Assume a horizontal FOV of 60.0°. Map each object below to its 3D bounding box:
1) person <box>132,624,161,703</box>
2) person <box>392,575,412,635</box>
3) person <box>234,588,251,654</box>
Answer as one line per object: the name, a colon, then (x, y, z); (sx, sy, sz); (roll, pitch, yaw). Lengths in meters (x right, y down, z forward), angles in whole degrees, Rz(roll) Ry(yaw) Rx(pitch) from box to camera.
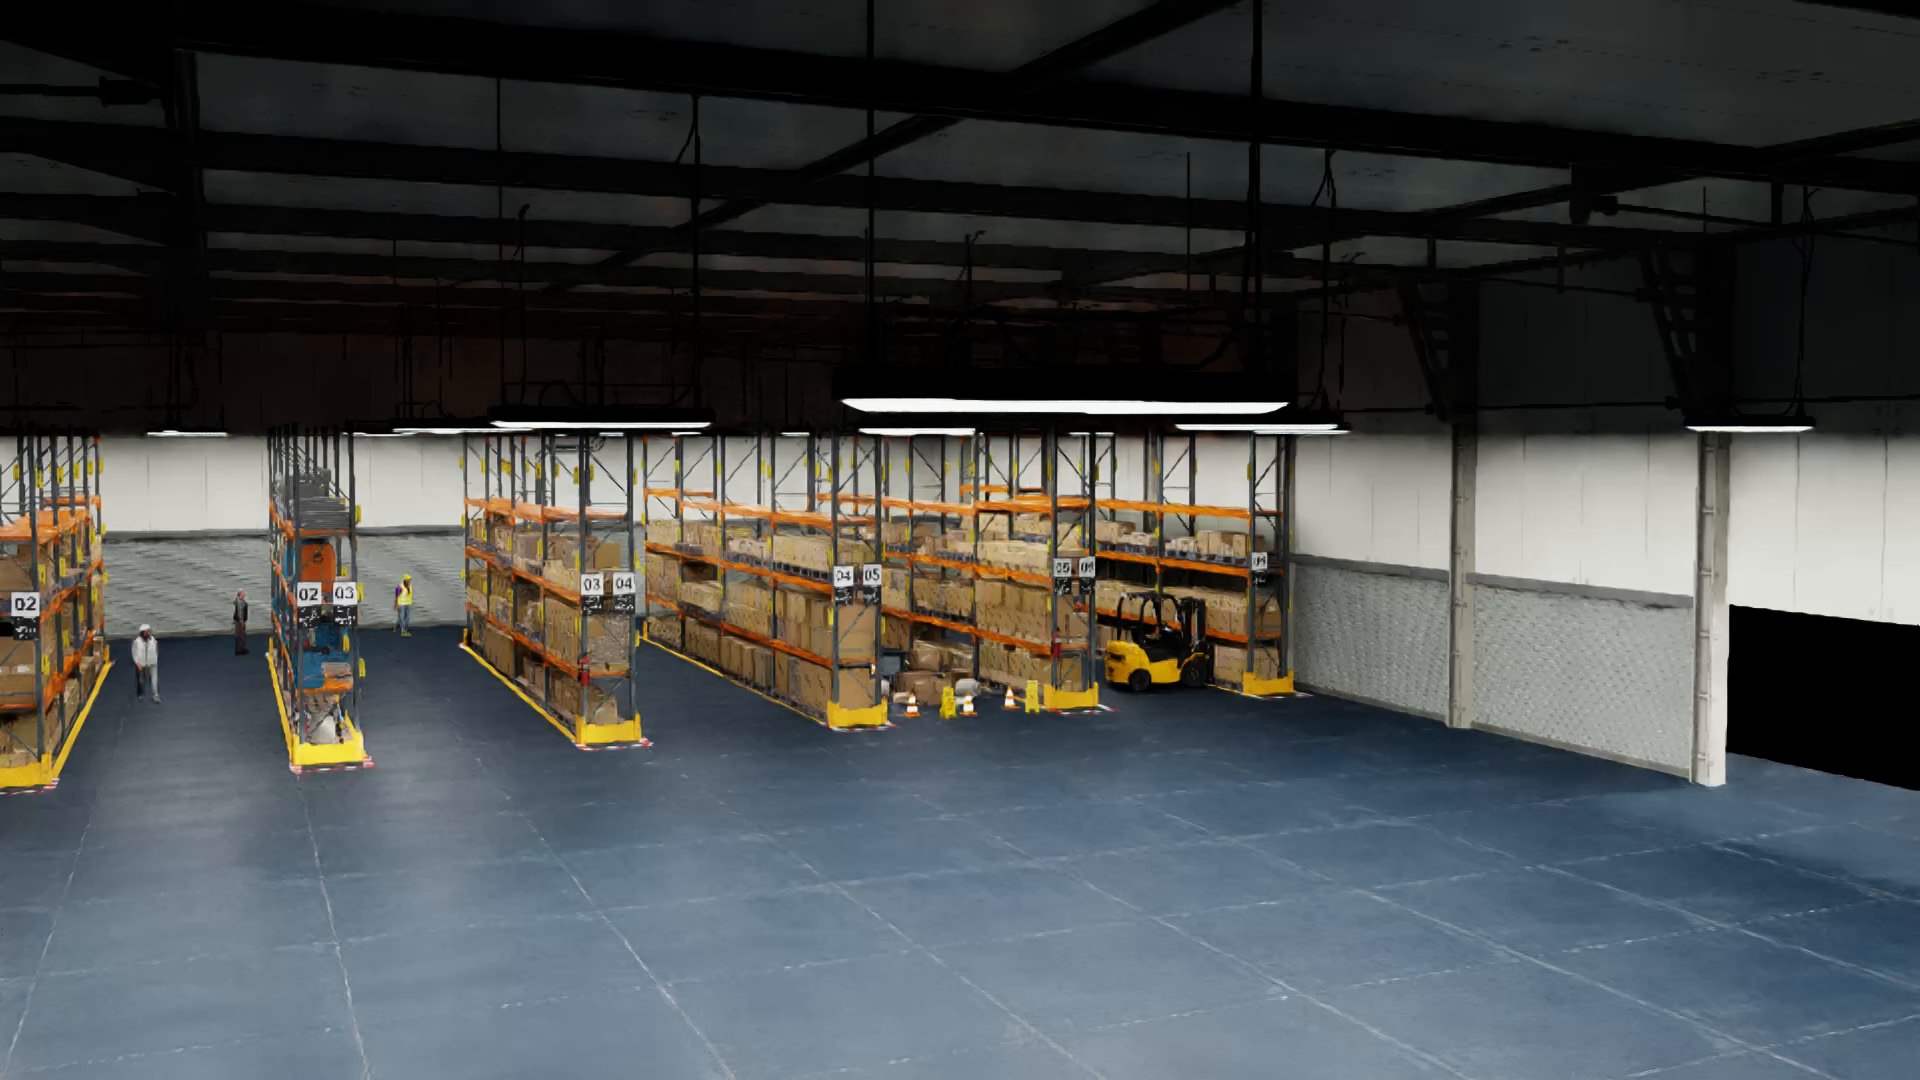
person: (-17.599, 2.662, 35.933); (0.538, 1.715, 1.029); (-2, 4, -32)
person: (-16.263, 1.887, 48.527); (0.577, 1.757, 0.615); (2, 4, 30)
person: (-19.093, 2.193, 44.191); (0.403, 1.635, 0.586); (-1, 4, -22)
